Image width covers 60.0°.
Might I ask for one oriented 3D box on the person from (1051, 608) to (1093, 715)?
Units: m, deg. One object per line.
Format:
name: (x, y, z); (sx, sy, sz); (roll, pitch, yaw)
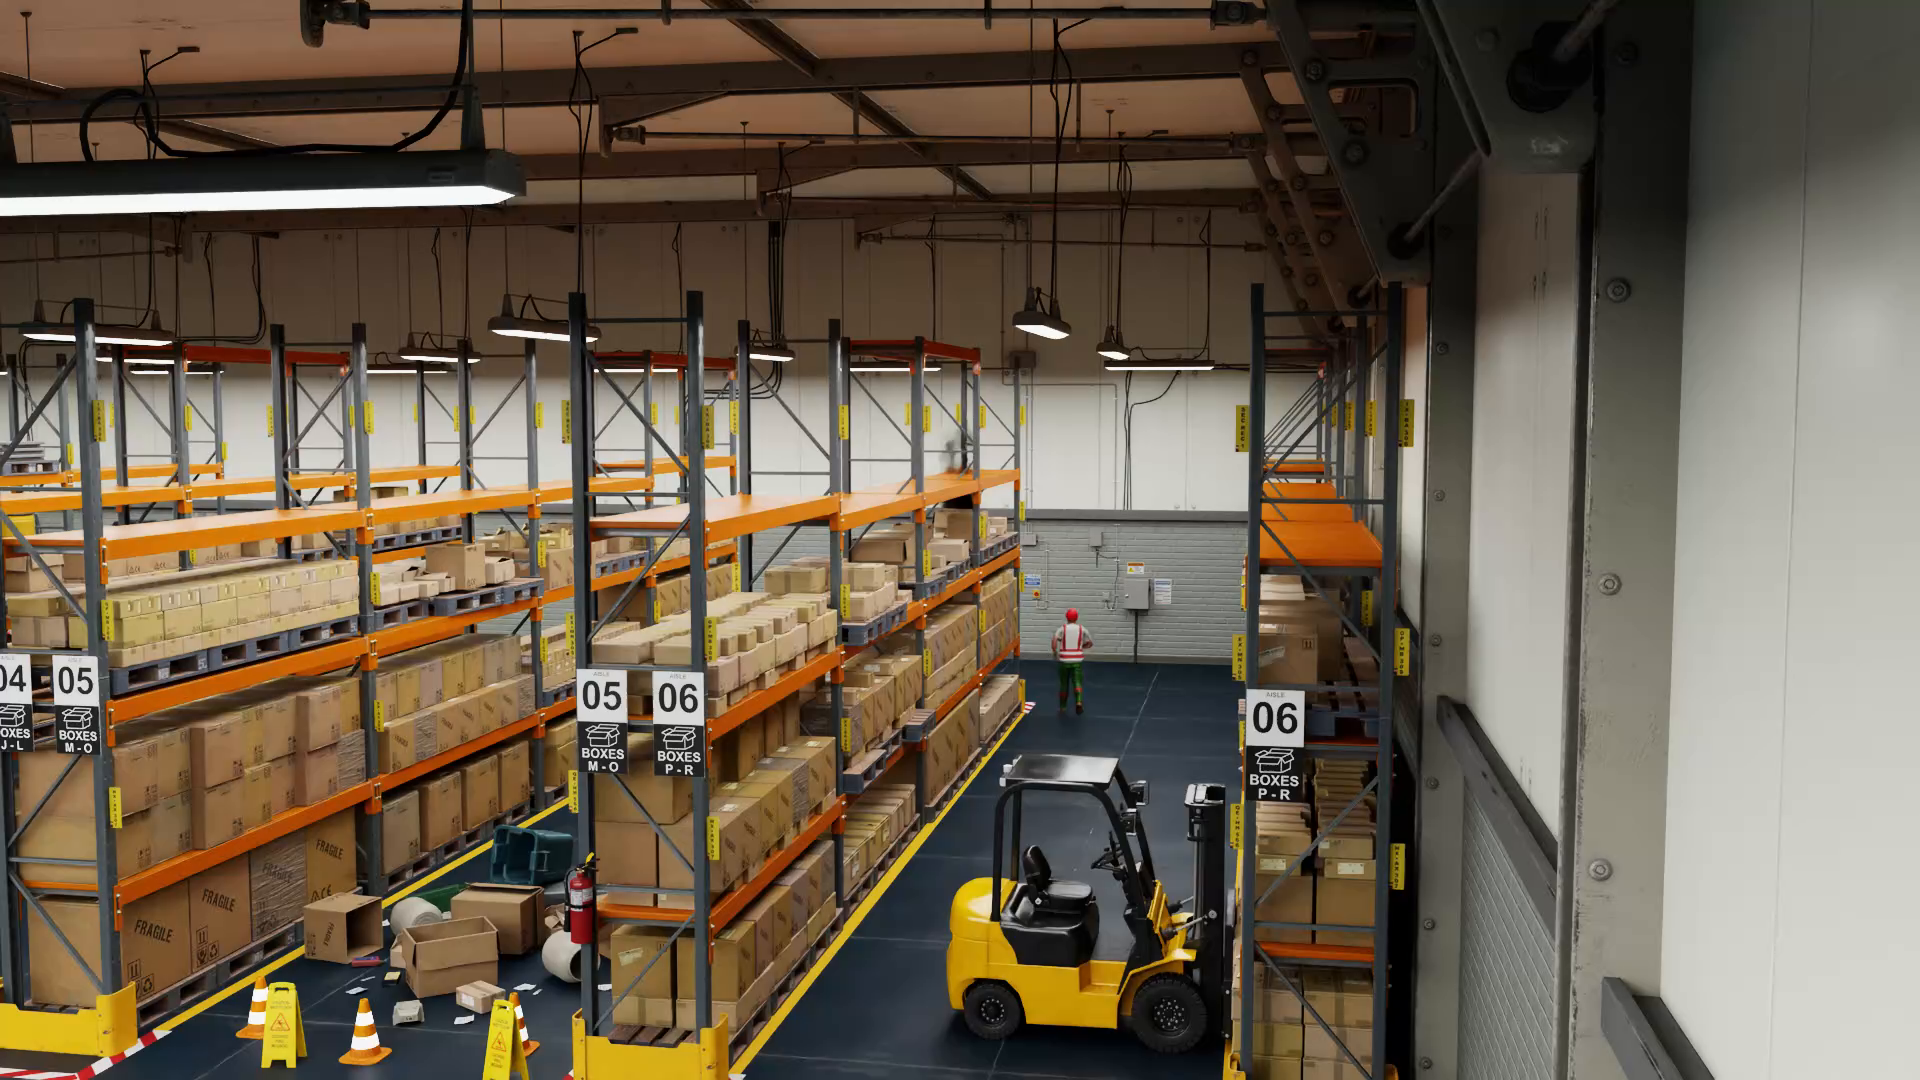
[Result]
person: (1.855, 2.028, 27.635); (0.694, 1.786, 0.971); (0, 5, 0)
